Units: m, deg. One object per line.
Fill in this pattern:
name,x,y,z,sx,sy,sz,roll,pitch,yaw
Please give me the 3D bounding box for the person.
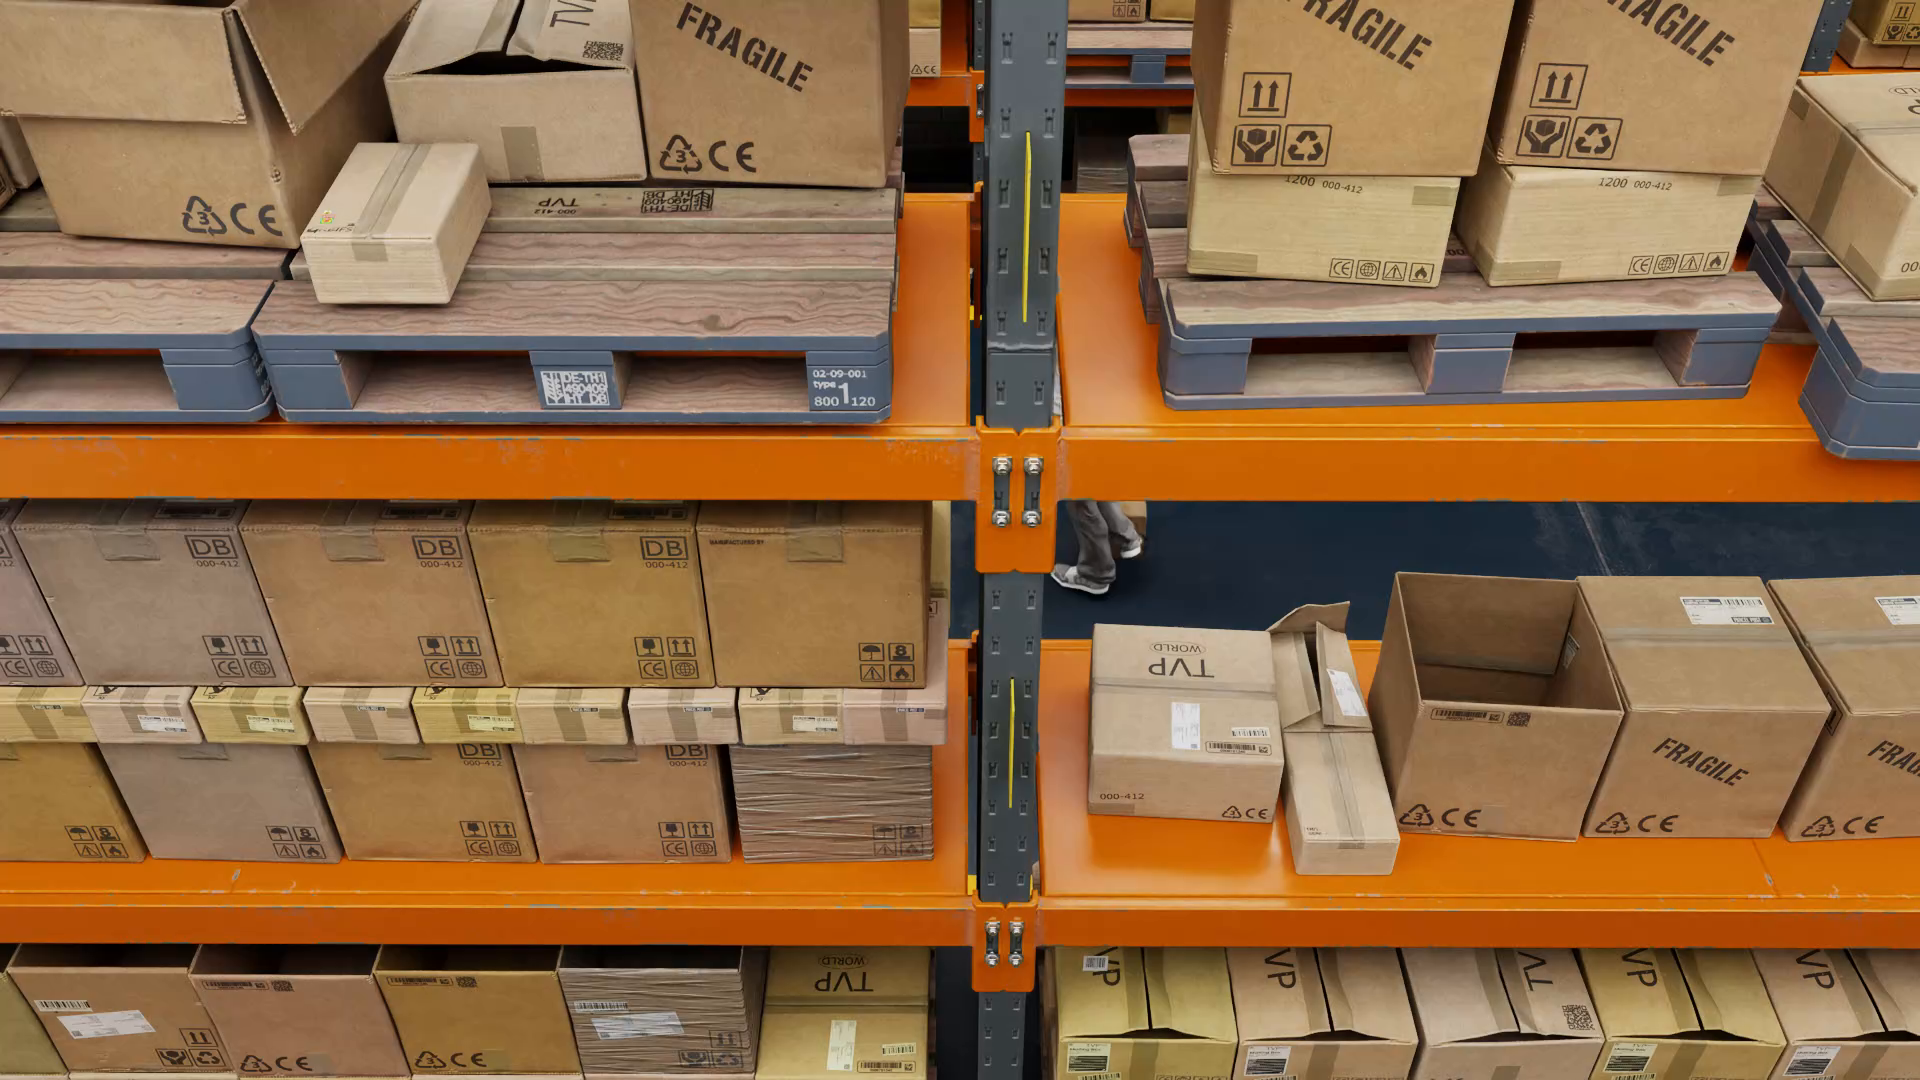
person,0.535,-0.446,6.669,0.415,1.588,0.567,21,45,23
